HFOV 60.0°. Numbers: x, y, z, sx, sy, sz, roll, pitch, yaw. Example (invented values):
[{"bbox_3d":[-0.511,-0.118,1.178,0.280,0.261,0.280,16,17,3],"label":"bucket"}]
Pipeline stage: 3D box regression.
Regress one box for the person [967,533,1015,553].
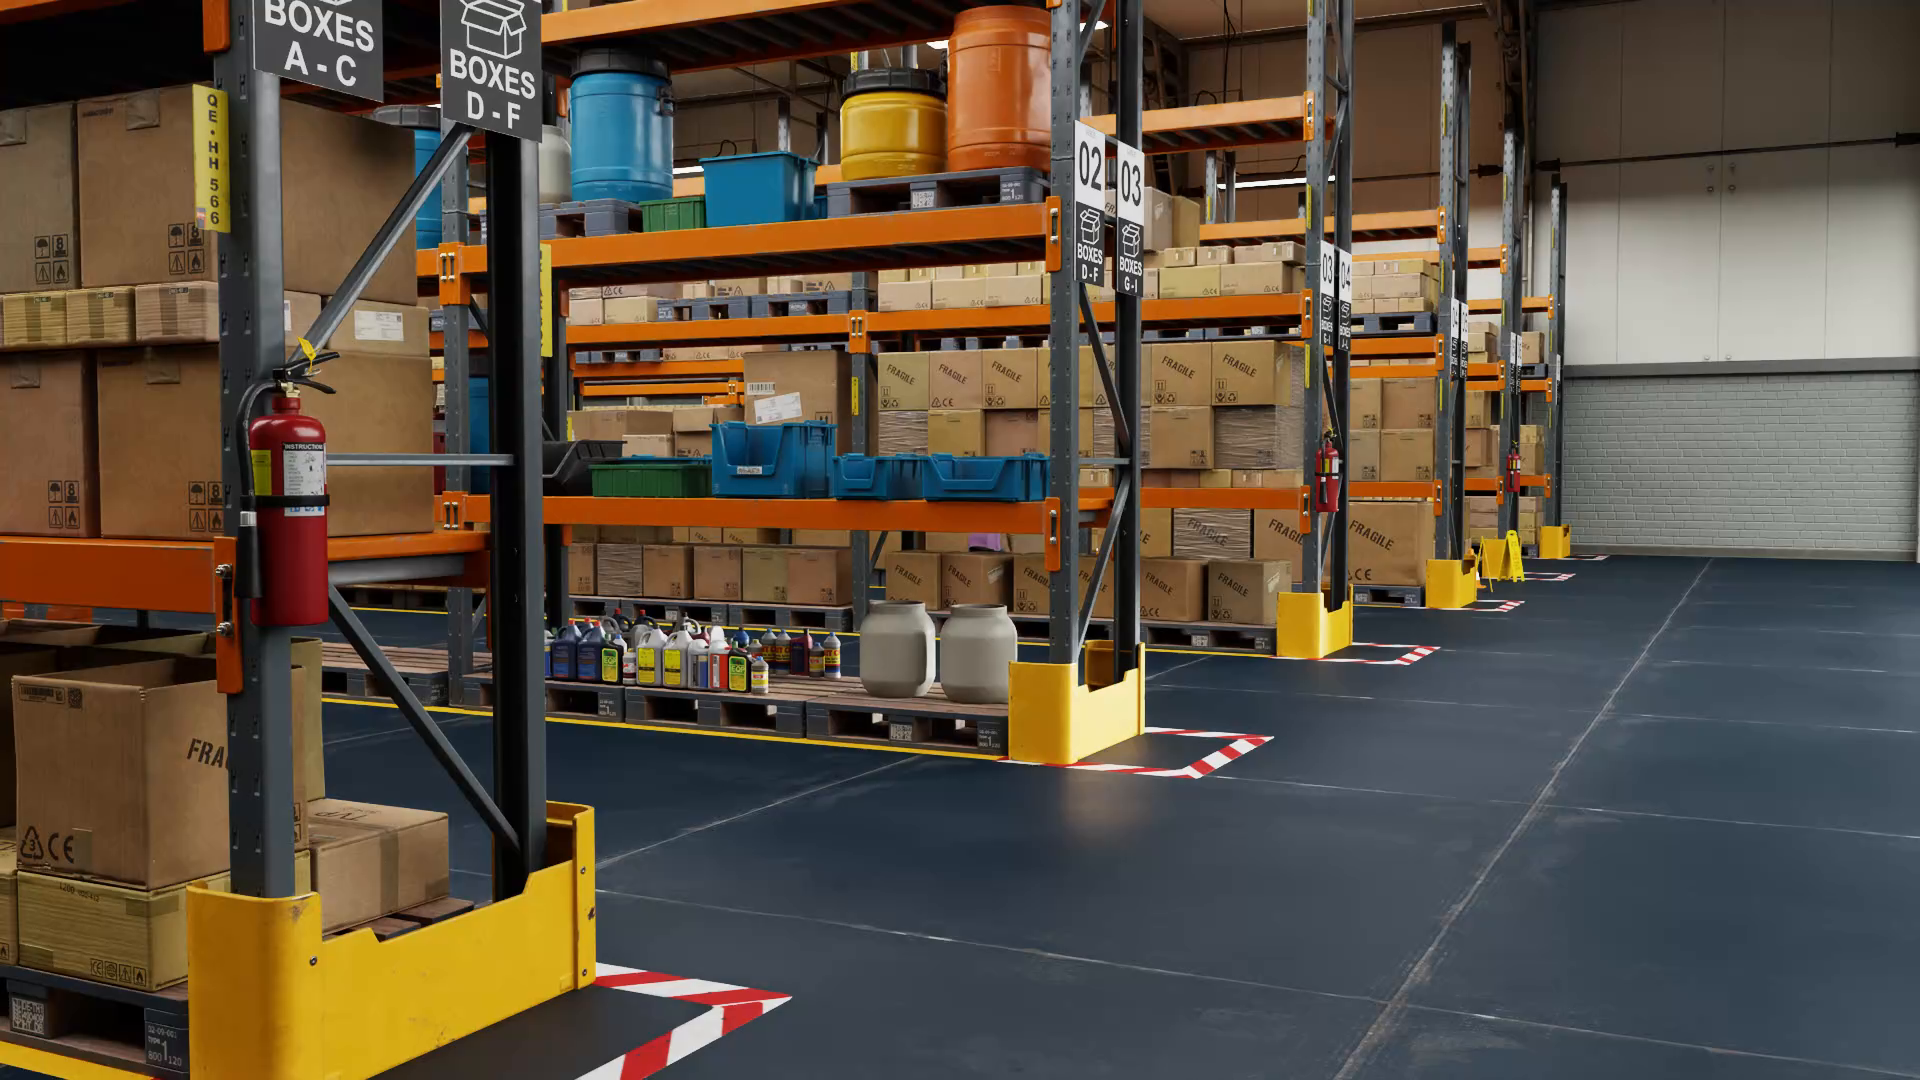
[{"bbox_3d":[0.295,0.110,16.976,0.461,1.214,0.701,1,3,26],"label":"person"}]
